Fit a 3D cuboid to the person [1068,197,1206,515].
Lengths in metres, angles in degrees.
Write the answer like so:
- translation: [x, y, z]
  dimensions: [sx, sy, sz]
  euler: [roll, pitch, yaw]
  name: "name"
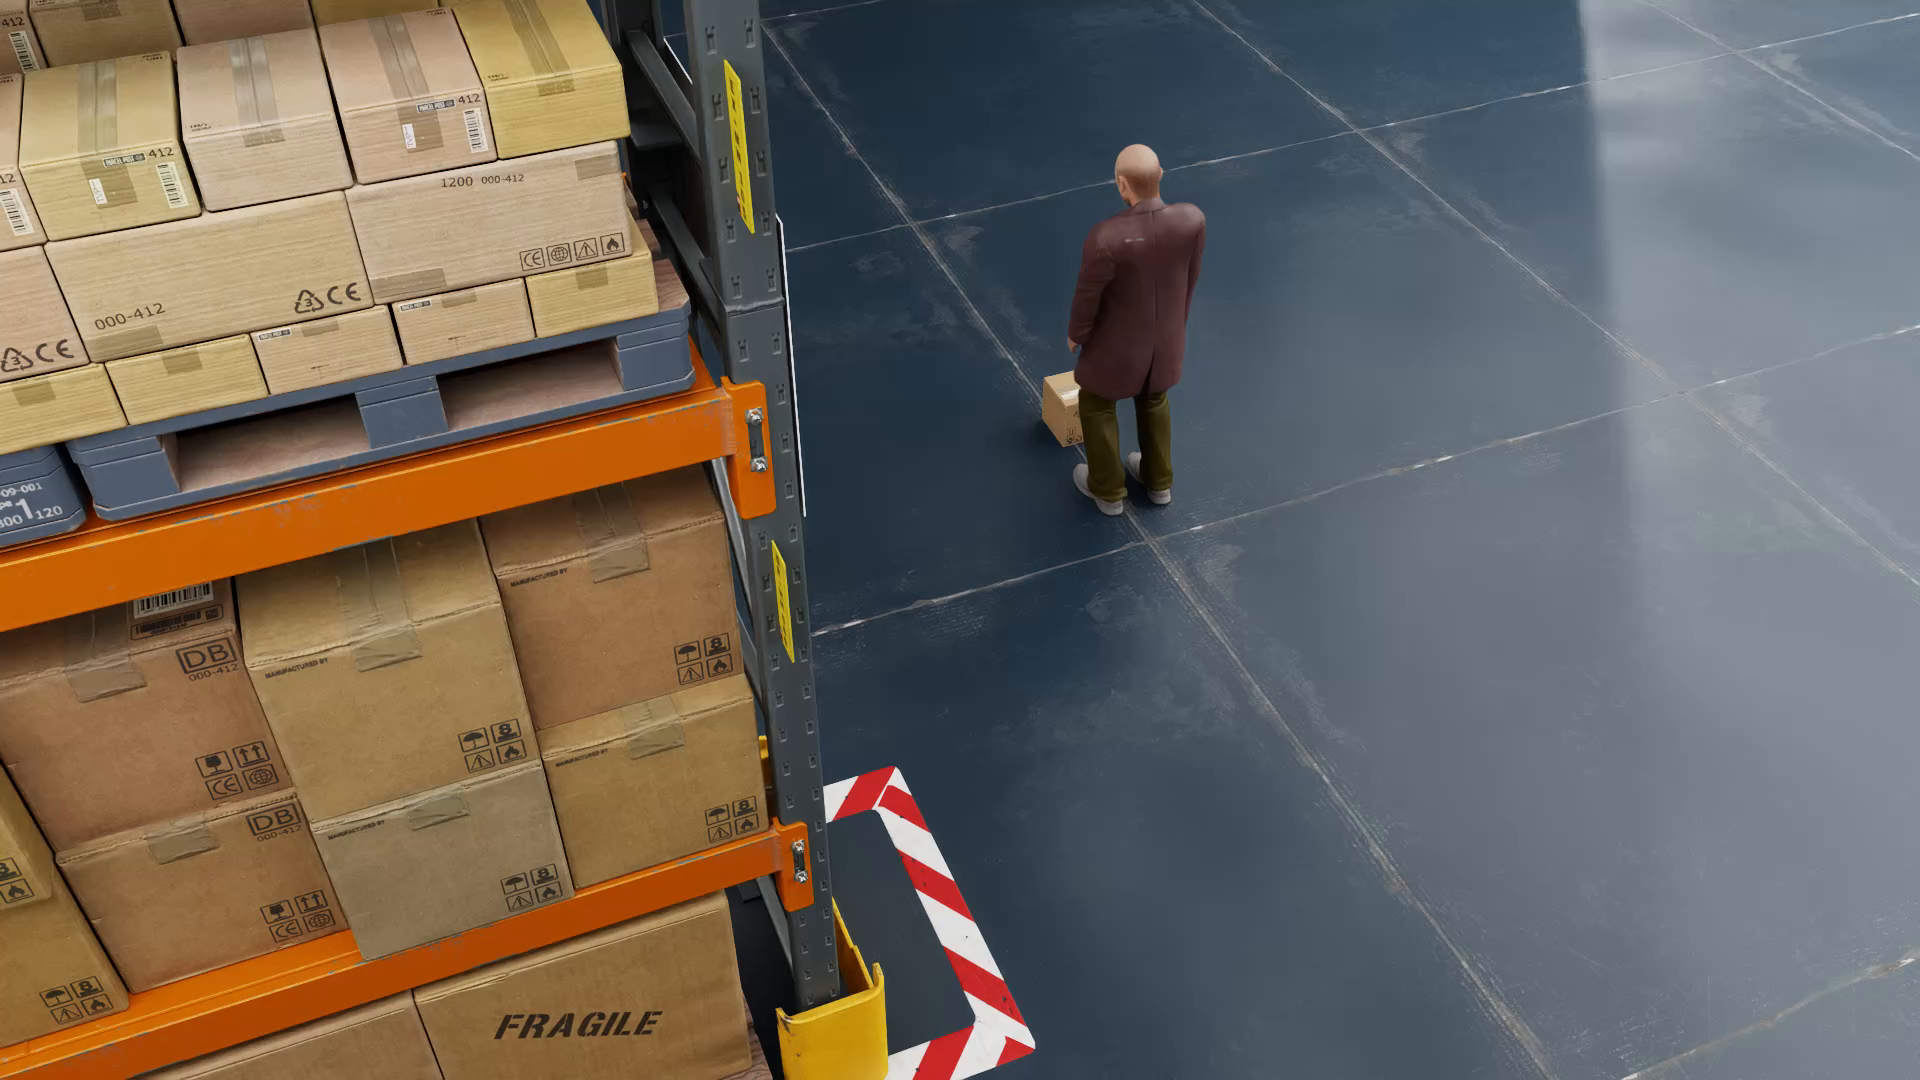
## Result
- translation: [0.736, -0.826, 7.267]
  dimensions: [0.575, 1.587, 0.384]
  euler: [-14, 43, -16]
  name: "person"
